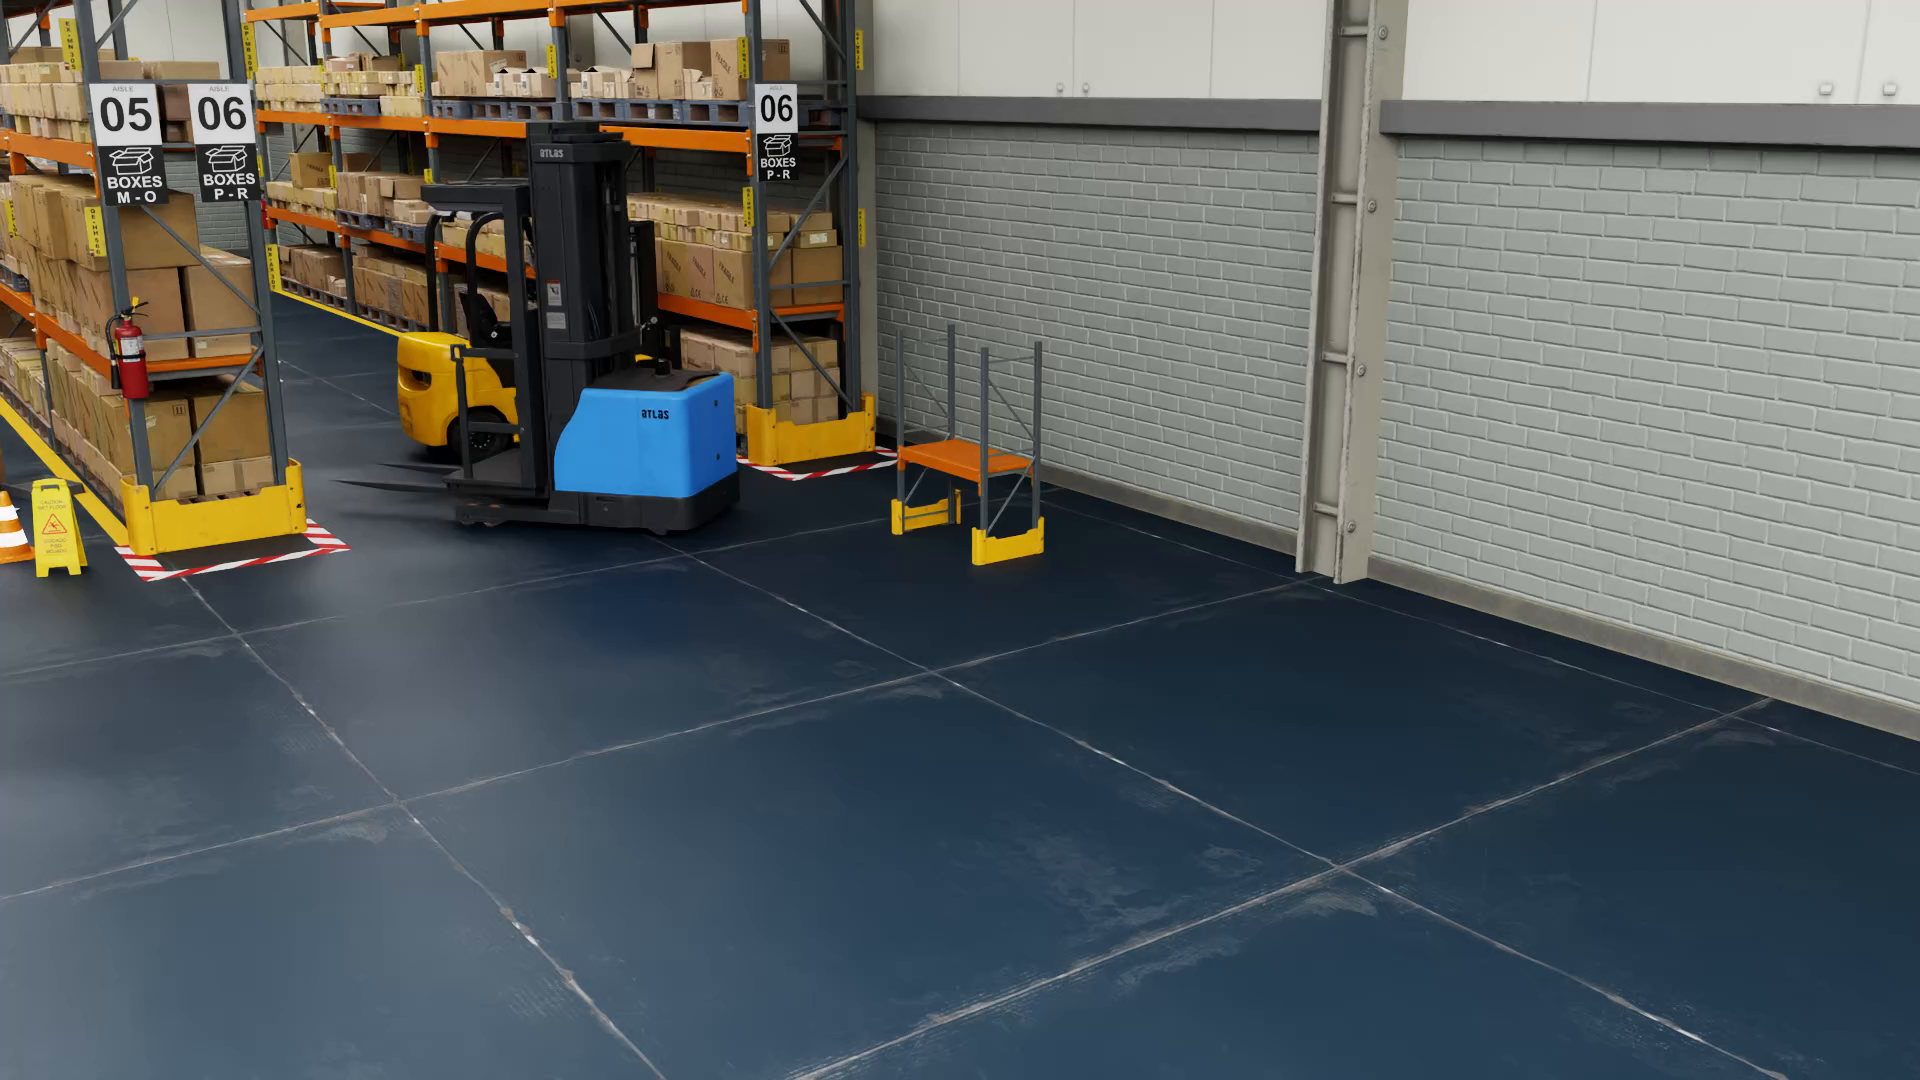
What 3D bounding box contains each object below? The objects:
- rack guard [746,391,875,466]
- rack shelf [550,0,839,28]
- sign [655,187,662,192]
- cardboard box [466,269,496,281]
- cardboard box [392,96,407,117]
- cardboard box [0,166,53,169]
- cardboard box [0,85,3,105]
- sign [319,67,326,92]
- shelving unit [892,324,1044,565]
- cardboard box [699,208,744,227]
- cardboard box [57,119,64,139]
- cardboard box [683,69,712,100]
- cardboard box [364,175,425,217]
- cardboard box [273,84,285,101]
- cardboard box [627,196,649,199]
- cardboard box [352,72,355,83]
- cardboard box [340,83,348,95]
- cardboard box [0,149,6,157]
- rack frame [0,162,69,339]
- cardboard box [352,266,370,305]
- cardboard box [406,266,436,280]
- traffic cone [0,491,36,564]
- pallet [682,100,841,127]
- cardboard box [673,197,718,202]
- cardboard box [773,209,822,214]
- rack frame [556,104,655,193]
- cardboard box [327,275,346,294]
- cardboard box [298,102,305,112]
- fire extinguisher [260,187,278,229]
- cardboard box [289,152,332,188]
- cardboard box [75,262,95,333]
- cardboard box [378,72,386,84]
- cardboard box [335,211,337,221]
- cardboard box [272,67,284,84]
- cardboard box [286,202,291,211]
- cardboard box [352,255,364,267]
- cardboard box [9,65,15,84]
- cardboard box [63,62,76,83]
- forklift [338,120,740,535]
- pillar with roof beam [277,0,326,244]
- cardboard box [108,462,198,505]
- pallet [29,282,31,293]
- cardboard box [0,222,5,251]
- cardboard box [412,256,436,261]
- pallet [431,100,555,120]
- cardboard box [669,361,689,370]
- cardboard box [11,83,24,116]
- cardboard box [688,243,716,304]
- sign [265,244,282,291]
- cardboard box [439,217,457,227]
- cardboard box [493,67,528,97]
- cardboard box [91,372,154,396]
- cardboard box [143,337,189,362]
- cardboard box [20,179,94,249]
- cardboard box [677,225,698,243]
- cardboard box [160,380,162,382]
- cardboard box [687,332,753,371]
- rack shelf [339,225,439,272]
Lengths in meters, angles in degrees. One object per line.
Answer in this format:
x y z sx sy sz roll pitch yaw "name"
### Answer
-1.316 -1.001 14.787 1.175 0.500 0.348 -11 19 -35 "rack guard"
-2.506 -4.993 15.392 1.077 0.370 4.000 -11 19 -35 "rack shelf"
-3.234 -3.608 17.787 0.100 0.325 0.005 -11 19 -35 "sign"
-6.223 -3.451 21.712 0.380 0.149 0.250 -10 18 -33 "cardboard box"
-6.828 -5.474 20.995 0.500 0.250 0.500 -11 19 -34 "cardboard box"
-10.438 -3.927 18.659 0.500 0.500 0.500 -11 19 -34 "cardboard box"
-8.449 -4.083 15.118 0.500 0.250 0.500 -11 19 -34 "cardboard box"
-8.820 -6.385 23.060 0.100 0.325 0.005 -11 19 -35 "sign"
0.045 -0.707 11.819 0.587 1.500 1.083 -11 19 -35 "shelving unit"
-2.143 -2.924 15.097 0.380 0.149 0.250 -11 19 -34 "cardboard box"
-6.509 -3.077 12.429 0.380 0.149 0.250 -11 19 -36 "cardboard box"
-2.212 -4.029 14.701 0.396 0.266 0.258 -11 19 -34 "cardboard box"
-7.516 -4.609 22.248 0.700 0.500 0.500 -11 19 -35 "cardboard box"
-10.091 -6.793 25.251 0.500 0.250 0.500 -12 19 -36 "cardboard box"
-3.350 -3.362 16.694 0.380 0.149 0.250 -11 19 -36 "cardboard box"
-7.865 -6.159 22.143 0.380 0.149 0.250 -11 19 -34 "cardboard box"
-8.100 -6.058 22.338 0.380 0.149 0.250 -11 19 -34 "cardboard box"
-12.374 -4.954 21.182 0.380 0.149 0.250 -11 19 -35 "cardboard box"
-10.047 -3.149 17.899 1.000 3.000 0.127 -11 19 -35 "rack frame"
-8.283 -3.633 23.607 0.500 0.500 0.500 -10 18 -32 "cardboard box"
-7.099 -3.529 21.999 0.380 0.149 0.250 -11 19 -35 "cardboard box"
-6.639 -0.109 11.596 0.336 0.463 0.334 -11 19 -35 "traffic cone"
-1.725 -3.771 14.657 1.003 0.211 1.213 -11 19 -35 "pallet"
-2.635 -3.333 16.589 0.380 0.149 0.250 -11 19 -35 "cardboard box"
-1.460 -2.888 14.963 0.380 0.149 0.250 -10 18 -33 "cardboard box"
-3.682 -3.066 17.596 1.000 3.000 0.127 -11 19 -35 "rack frame"
-9.161 -3.808 24.690 0.396 0.266 0.258 -10 18 -33 "cardboard box"
-9.556 -6.410 24.608 0.380 0.149 0.250 -11 19 -34 "cardboard box"
-11.198 -5.371 26.870 0.296 0.674 0.183 -11 19 -35 "fire extinguisher"
-9.806 -5.602 25.163 0.500 0.500 0.500 -10 18 -33 "cardboard box"
-6.176 -1.813 12.266 0.500 0.500 0.500 -11 19 -34 "cardboard box"
-7.238 -5.935 21.361 0.380 0.149 0.250 -11 19 -34 "cardboard box"
-8.777 -4.682 23.976 0.380 0.149 0.250 -11 19 -34 "cardboard box"
-10.090 -7.037 25.197 0.500 0.250 0.500 -11 19 -35 "cardboard box"
-10.298 -5.233 25.990 0.380 0.149 0.250 -10 18 -33 "cardboard box"
-8.390 -3.966 23.596 0.380 0.149 0.250 -10 18 -32 "cardboard box"
-7.597 -3.836 13.693 0.380 0.149 0.250 -10 18 -33 "cardboard box"
-6.066 -3.290 11.697 0.380 0.149 0.250 -11 19 -35 "cardboard box"
-3.286 -1.641 12.520 3.031 2.935 1.130 4 16 14 "forklift"
-15.076 -8.569 26.340 9.100 9.000 0.400 -11 19 -35 "pillar with roof beam"
-6.050 -0.453 12.462 0.500 0.250 0.500 -11 19 -35 "cardboard box"
-8.026 -2.388 15.482 1.003 0.211 1.213 -11 19 -35 "pallet"
-9.052 -3.081 16.101 0.500 0.500 0.500 -12 19 -37 "cardboard box"
-7.455 -3.894 23.331 0.380 0.149 0.250 -12 19 -37 "cardboard box"
-5.562 -5.145 19.867 1.213 0.211 1.003 -10 18 -32 "pallet"
-2.476 -1.600 15.708 0.500 0.250 0.500 -11 19 -36 "cardboard box"
-7.347 -3.568 13.467 0.500 0.250 0.500 -11 19 -35 "cardboard box"
-2.129 -2.437 15.107 0.500 0.500 0.500 -10 18 -33 "cardboard box"
-4.904 -1.942 11.851 0.100 0.325 0.005 -11 19 -35 "sign"
-5.991 -3.952 20.172 0.500 0.250 0.500 -11 19 -35 "cardboard box"
-4.756 -5.001 18.169 0.500 0.311 0.500 -12 19 -36 "cardboard box"
-6.295 -1.190 12.506 0.380 0.149 0.250 -10 18 -33 "cardboard box"
-5.736 -1.366 11.861 0.380 0.149 0.250 -10 18 -33 "cardboard box"
-7.055 -2.617 13.310 0.700 0.500 0.500 -11 19 -36 "cardboard box"
-2.370 -2.823 15.289 0.380 0.149 0.250 -12 19 -36 "cardboard box"
-6.207 -1.118 13.472 0.500 0.500 0.500 -10 18 -33 "cardboard box"
-2.158 -1.728 15.228 0.500 0.250 0.500 -10 18 -34 "cardboard box"
-7.210 -4.000 22.372 1.077 0.370 4.000 -11 19 -35 "rack shelf"
